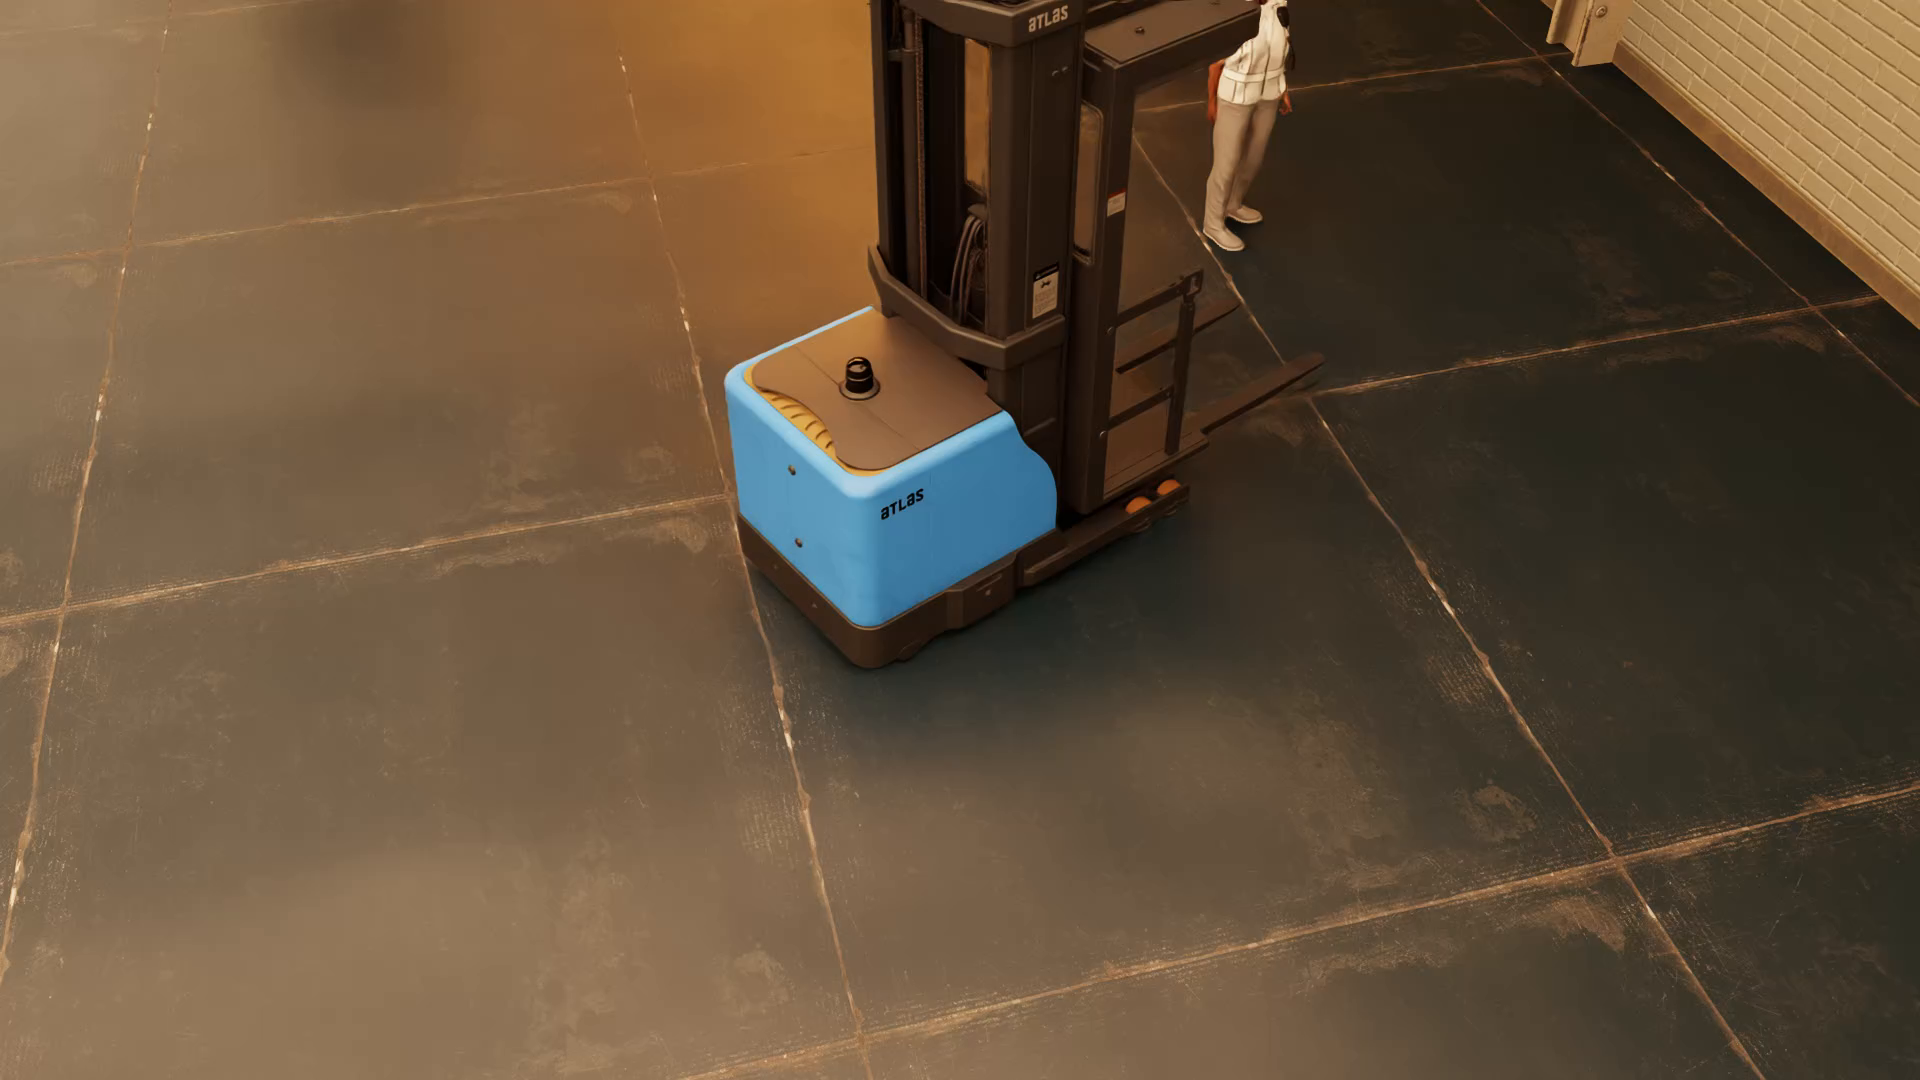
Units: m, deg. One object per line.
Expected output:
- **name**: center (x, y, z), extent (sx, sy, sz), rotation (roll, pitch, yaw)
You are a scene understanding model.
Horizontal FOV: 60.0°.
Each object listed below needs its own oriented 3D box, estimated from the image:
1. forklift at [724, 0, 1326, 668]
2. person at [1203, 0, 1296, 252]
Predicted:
- **forklift**: center (0.463, -1.363, 7.087), extent (3.031, 2.935, 1.130), rotation (-29, 50, -27)
- **person**: center (1.614, -2.422, 9.139), extent (0.495, 1.675, 0.450), rotation (-17, 46, -17)
